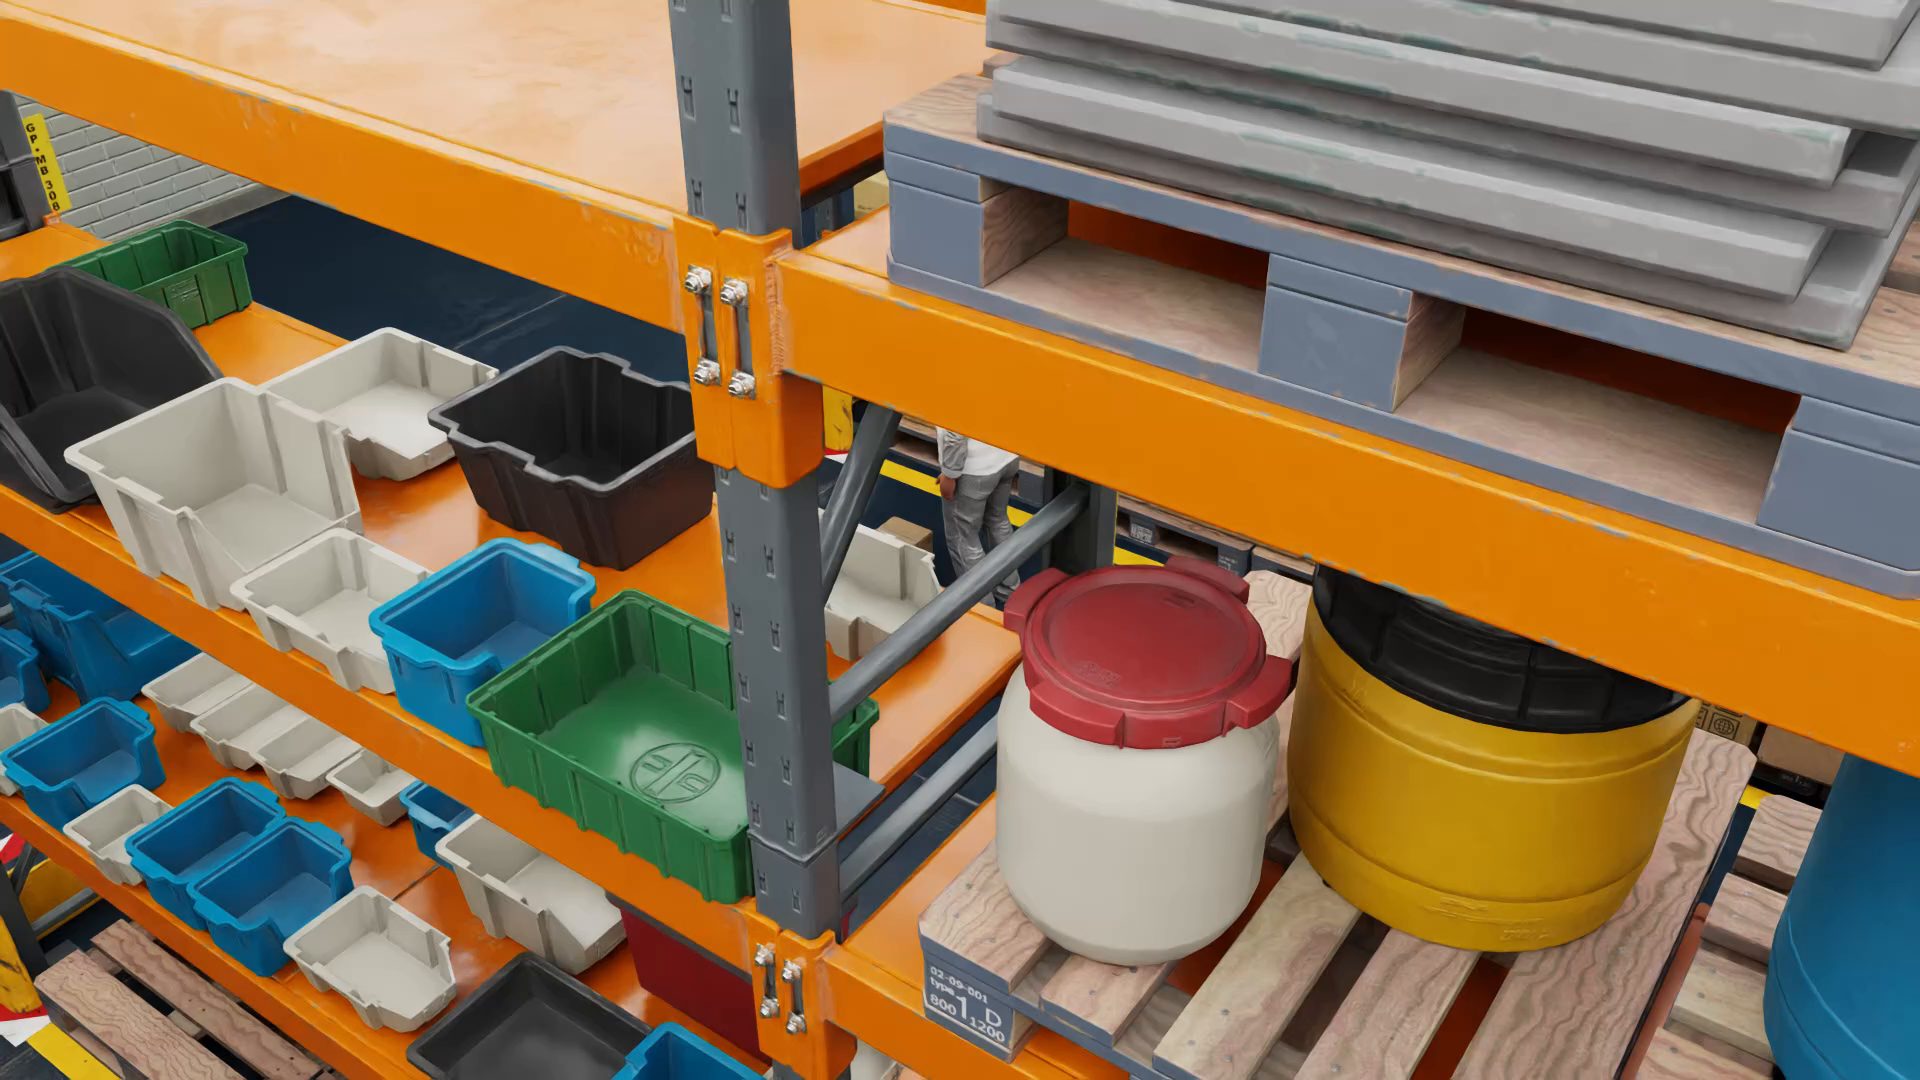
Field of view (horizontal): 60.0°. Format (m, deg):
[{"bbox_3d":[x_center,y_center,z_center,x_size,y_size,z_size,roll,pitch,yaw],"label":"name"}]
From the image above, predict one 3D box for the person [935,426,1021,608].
[{"bbox_3d":[0.085,-0.388,7.866,0.359,1.767,0.531,22,40,29],"label":"person"}]
